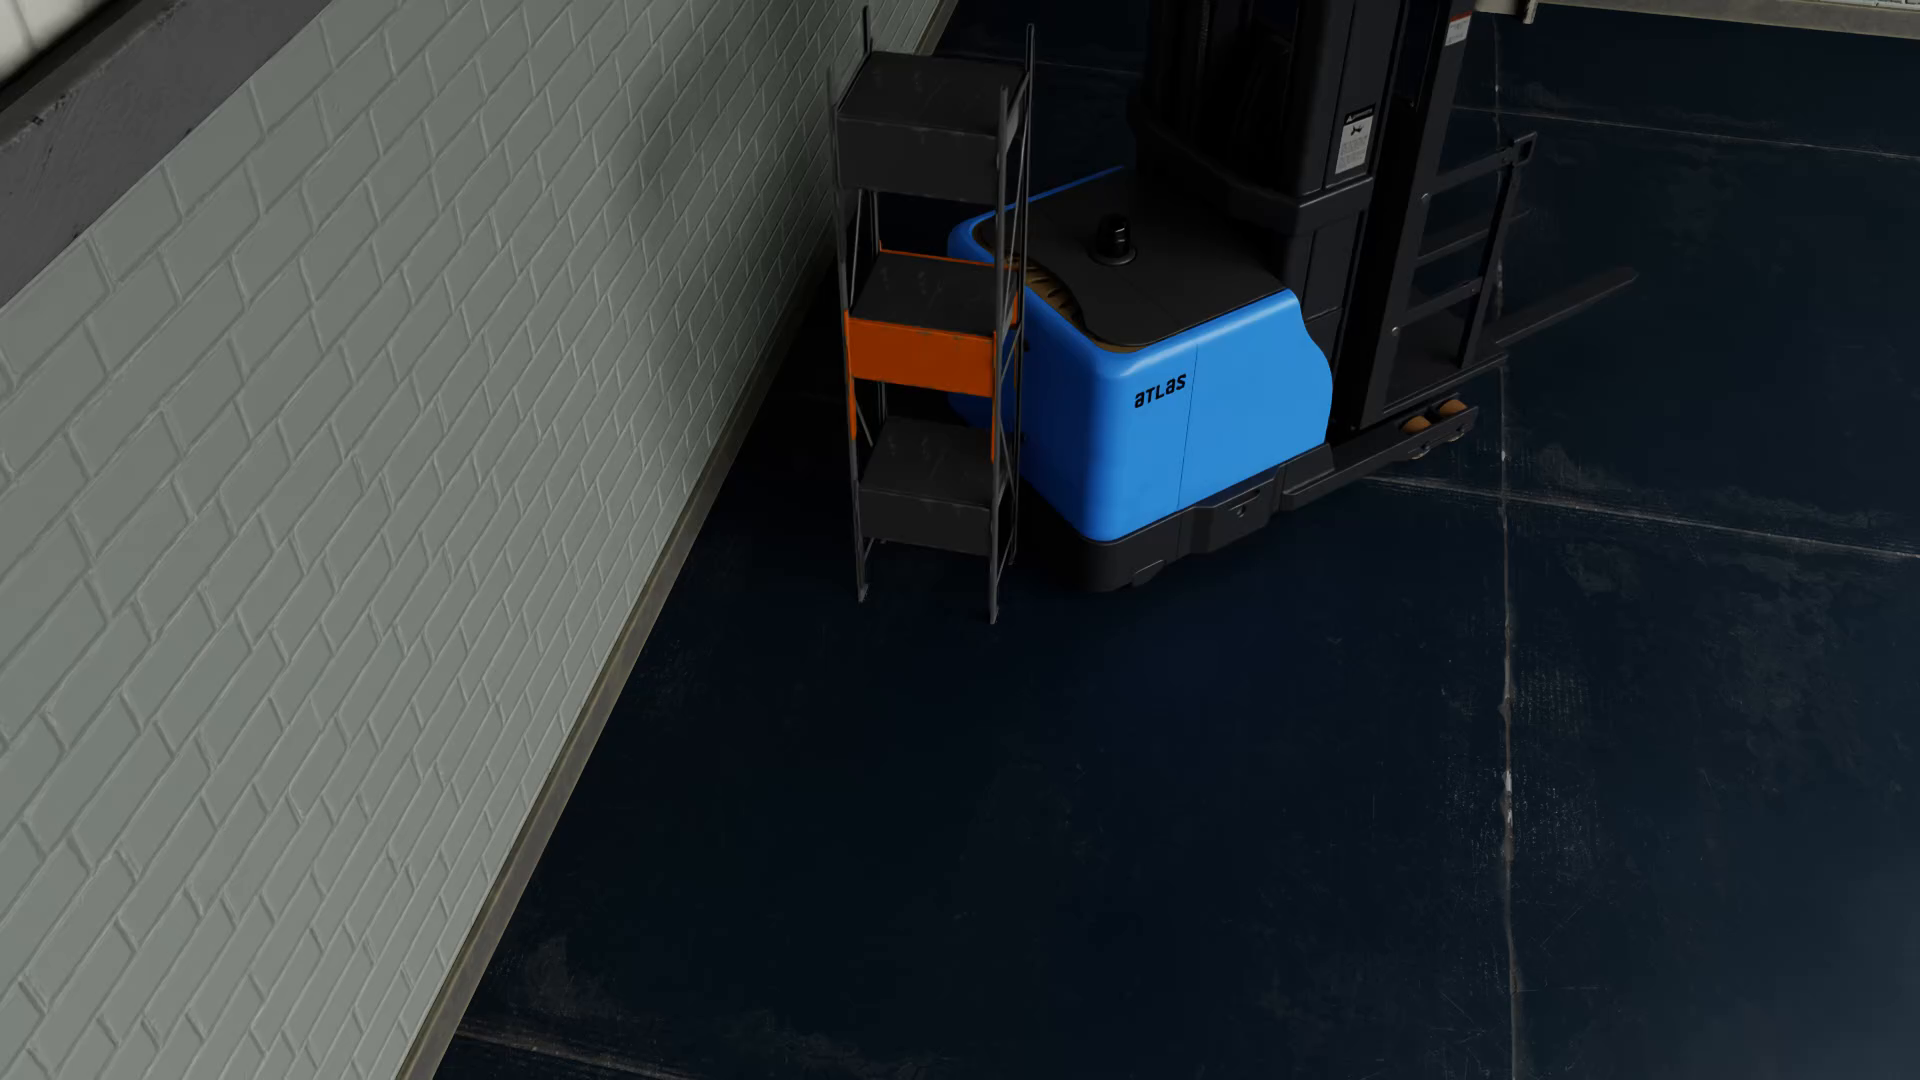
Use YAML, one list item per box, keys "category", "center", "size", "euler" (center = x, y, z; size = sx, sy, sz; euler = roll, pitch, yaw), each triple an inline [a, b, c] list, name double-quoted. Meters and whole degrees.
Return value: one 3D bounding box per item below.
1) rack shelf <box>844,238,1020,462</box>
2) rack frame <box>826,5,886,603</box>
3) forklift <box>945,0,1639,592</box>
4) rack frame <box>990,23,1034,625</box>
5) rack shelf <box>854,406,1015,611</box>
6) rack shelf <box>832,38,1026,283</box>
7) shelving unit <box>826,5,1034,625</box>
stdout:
- category: "rack shelf"
  center: [-0.078, -0.617, 5.396]
  size: [0.480, 0.518, 0.431]
  euler: [9, 45, 9]
- category: "rack frame"
  center: [-0.316, -0.665, 5.427]
  size: [0.015, 2.100, 0.400]
  euler: [9, 45, 9]
- category: "forklift"
  center: [1.457, -1.662, 5.864]
  size: [3.031, 2.935, 1.130]
  euler: [-24, 49, -23]
- category: "rack frame"
  center: [0.160, -0.588, 5.347]
  size: [0.015, 2.100, 0.400]
  euler: [9, 45, 9]
- category: "rack shelf"
  center: [-0.078, -0.113, 5.882]
  size: [0.480, 0.518, 0.431]
  euler: [9, 45, 9]
- category: "rack shelf"
  center: [-0.078, -1.121, 4.911]
  size: [0.480, 0.518, 0.431]
  euler: [9, 45, 9]
- category: "shelving unit"
  center: [-0.078, -0.627, 5.387]
  size: [0.503, 2.100, 0.431]
  euler: [9, 45, 9]
